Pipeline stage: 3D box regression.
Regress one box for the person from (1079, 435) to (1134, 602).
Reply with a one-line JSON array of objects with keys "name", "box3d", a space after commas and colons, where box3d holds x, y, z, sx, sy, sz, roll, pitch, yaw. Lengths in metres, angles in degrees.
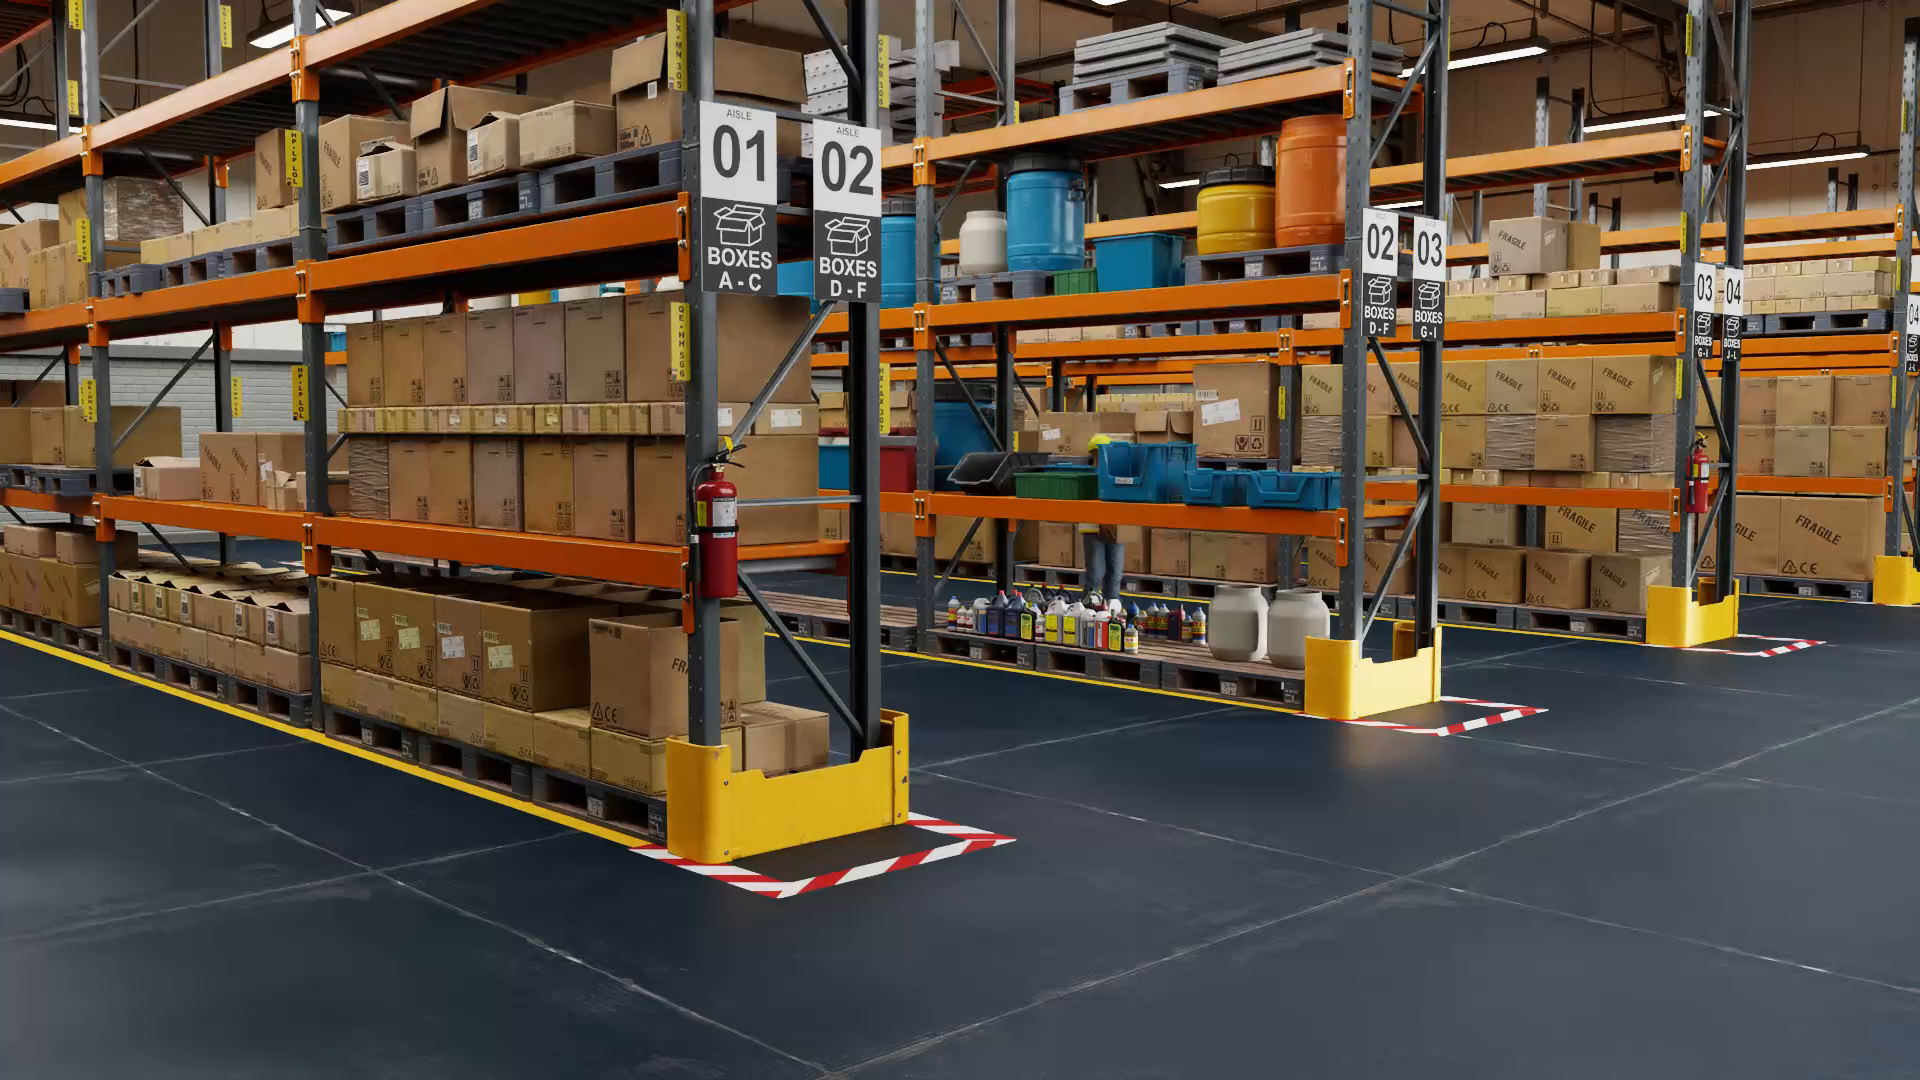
[{"name": "person", "box3d": [1.305, -0.035, 14.600, 0.520, 1.771, 0.566, -2, 4, -29]}]
